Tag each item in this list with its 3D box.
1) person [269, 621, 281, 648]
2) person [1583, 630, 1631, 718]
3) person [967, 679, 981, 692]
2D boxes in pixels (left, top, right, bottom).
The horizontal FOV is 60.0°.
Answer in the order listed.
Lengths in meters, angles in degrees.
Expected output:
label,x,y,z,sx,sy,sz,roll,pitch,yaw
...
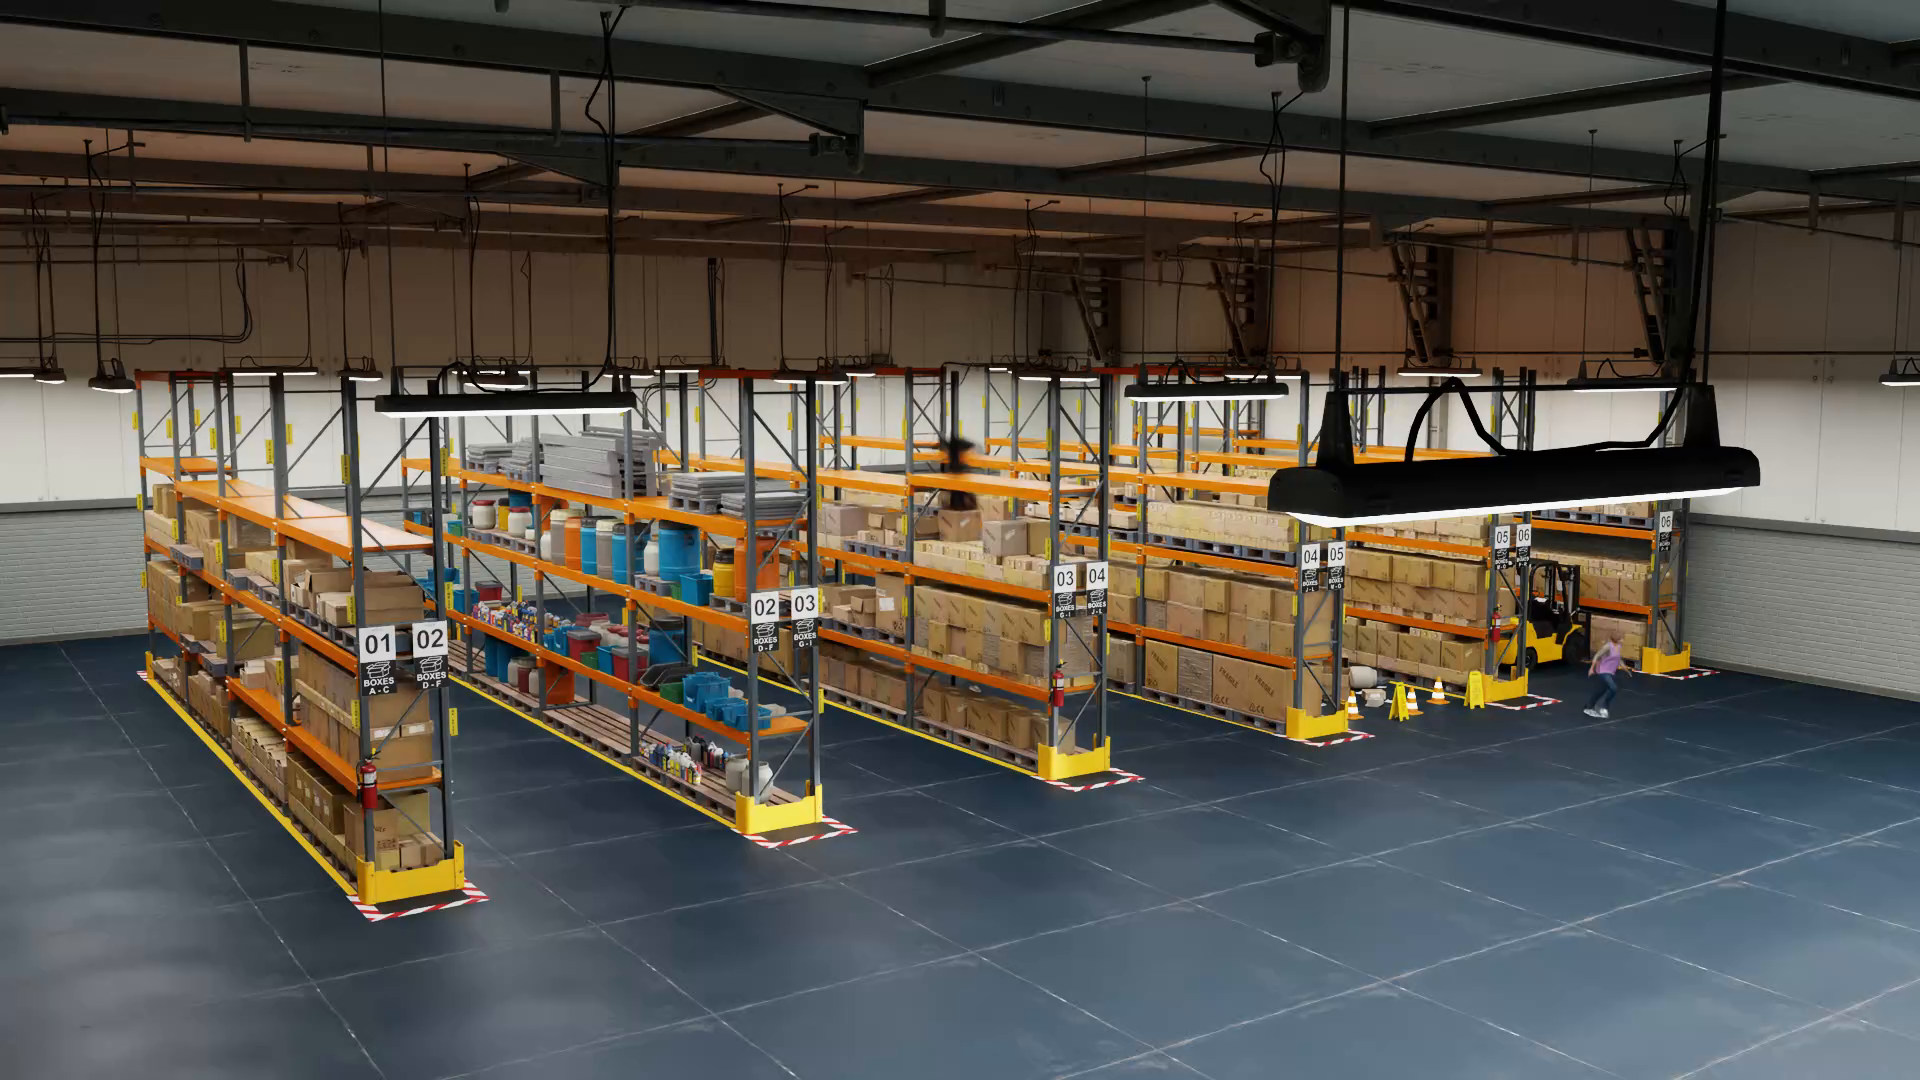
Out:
label,x,y,z,sx,sy,sz,roll,pitch,yaw
person,-13.943,1.717,33.412,0.938,1.735,0.649,4,8,33
person,11.202,2.312,28.797,0.509,1.537,0.742,-6,9,-43
person,0.409,2.085,31.063,0.660,1.531,0.522,4,8,32
